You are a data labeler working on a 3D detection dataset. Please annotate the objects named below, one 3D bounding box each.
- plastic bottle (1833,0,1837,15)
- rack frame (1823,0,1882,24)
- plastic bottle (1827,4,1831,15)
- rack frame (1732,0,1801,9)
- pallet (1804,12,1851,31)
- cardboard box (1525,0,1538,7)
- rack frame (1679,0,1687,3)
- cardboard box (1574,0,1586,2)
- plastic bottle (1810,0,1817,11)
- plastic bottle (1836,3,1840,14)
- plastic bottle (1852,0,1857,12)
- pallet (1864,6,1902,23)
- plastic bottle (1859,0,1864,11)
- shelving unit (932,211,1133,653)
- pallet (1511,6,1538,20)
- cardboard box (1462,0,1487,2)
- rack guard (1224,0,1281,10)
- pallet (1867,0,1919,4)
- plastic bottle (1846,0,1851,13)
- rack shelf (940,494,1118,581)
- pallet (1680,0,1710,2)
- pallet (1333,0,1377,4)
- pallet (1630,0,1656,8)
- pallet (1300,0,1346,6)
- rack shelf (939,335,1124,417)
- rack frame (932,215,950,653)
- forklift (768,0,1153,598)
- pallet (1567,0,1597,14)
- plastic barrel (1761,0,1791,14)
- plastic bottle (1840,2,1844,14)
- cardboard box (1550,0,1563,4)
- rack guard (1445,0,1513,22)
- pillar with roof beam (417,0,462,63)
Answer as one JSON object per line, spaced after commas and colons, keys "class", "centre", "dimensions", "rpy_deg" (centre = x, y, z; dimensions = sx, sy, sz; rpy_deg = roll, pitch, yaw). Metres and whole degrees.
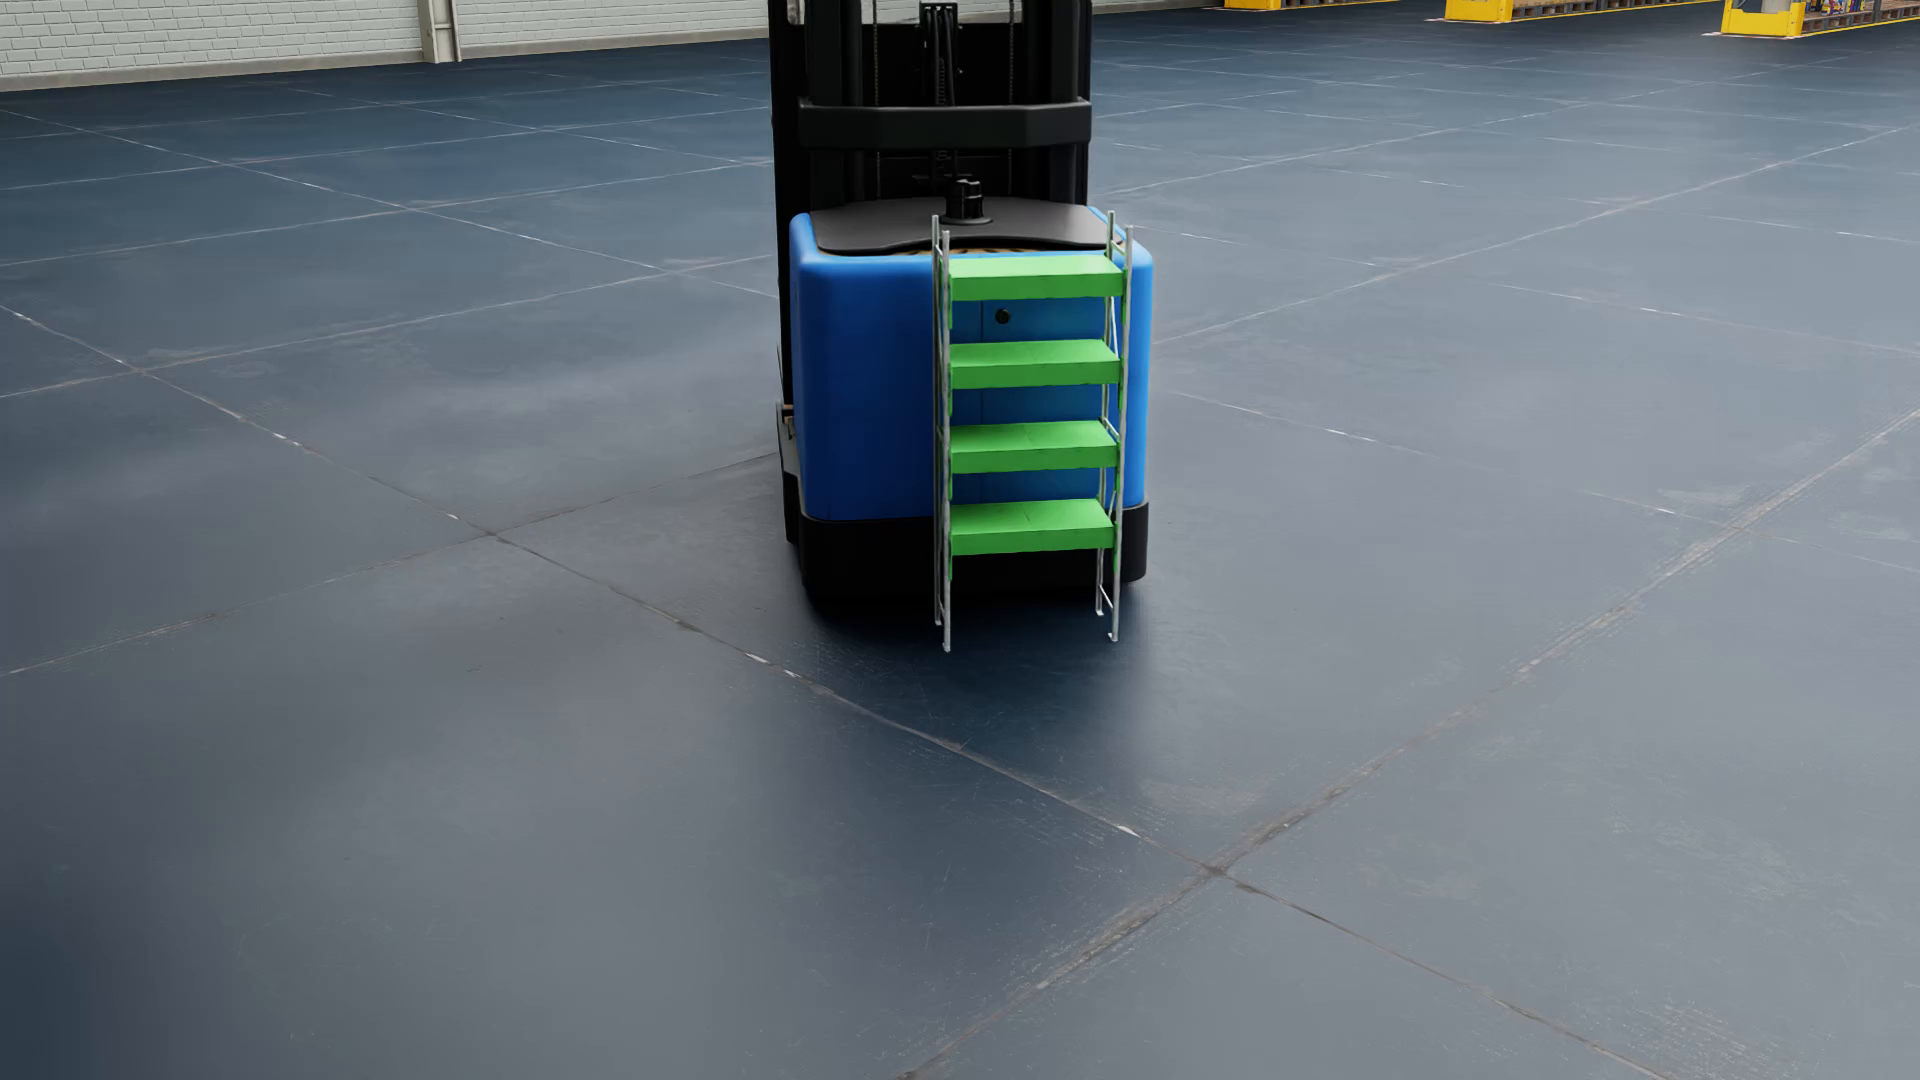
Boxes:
{"class": "plastic bottle", "centre": [14.613, -8.943, 27.849], "dimensions": [0.097, 0.271, 0.097], "rpy_deg": [0, 21, 0]}
{"class": "rack frame", "centre": [15.676, -10.563, 28.875], "dimensions": [1.000, 3.000, 0.127], "rpy_deg": [19, 28, 41]}
{"class": "plastic bottle", "centre": [14.446, -8.848, 27.702], "dimensions": [0.097, 0.201, 0.097], "rpy_deg": [0, 21, 0]}
{"class": "rack frame", "centre": [12.886, -9.535, 26.200], "dimensions": [1.000, 3.000, 0.127], "rpy_deg": [19, 28, 41]}
{"class": "pallet", "centre": [14.326, -8.784, 28.133], "dimensions": [1.003, 0.211, 1.213], "rpy_deg": [19, 28, 41]}
{"class": "cardboard box", "centre": [10.219, -9.899, 30.396], "dimensions": [0.500, 0.250, 0.500], "rpy_deg": [19, 28, 41]}
{"class": "rack frame", "centre": [14.920, -12.832, 34.778], "dimensions": [1.000, 3.000, 0.127], "rpy_deg": [19, 28, 41]}
{"class": "cardboard box", "centre": [11.607, -10.416, 31.740], "dimensions": [0.500, 0.250, 0.500], "rpy_deg": [19, 28, 41]}
{"class": "plastic bottle", "centre": [14.801, -9.323, 28.840], "dimensions": [0.097, 0.271, 0.097], "rpy_deg": [0, 21, 0]}
{"class": "plastic bottle", "centre": [14.752, -8.961, 27.995], "dimensions": [0.097, 0.201, 0.097], "rpy_deg": [0, 21, 0]}
{"class": "plastic bottle", "centre": [15.299, -9.245, 28.525], "dimensions": [0.144, 0.351, 0.185], "rpy_deg": [18, 27, 38]}
{"class": "pallet", "centre": [16.196, -9.473, 29.926], "dimensions": [1.003, 0.211, 1.213], "rpy_deg": [19, 28, 41]}
{"class": "plastic bottle", "centre": [15.577, -9.294, 28.747], "dimensions": [0.133, 0.283, 0.061], "rpy_deg": [-18, 28, -39]}
{"class": "shelving unit", "centre": [0.190, -0.293, 4.665], "dimensions": [0.503, 1.200, 0.258], "rpy_deg": [-3, 21, -7]}
{"class": "pallet", "centre": [9.843, -9.681, 30.467], "dimensions": [1.003, 0.211, 1.213], "rpy_deg": [19, 28, 41]}
{"class": "cardboard box", "centre": [9.502, -9.900, 30.397], "dimensions": [0.500, 0.250, 0.500], "rpy_deg": [19, 28, 41]}
{"class": "rack guard", "centre": [5.840, -10.867, 33.150], "dimensions": [1.175, 0.500, 0.348], "rpy_deg": [19, 28, 41]}
{"class": "pallet", "centre": [17.898, -10.100, 31.558], "dimensions": [1.003, 0.211, 1.213], "rpy_deg": [19, 28, 41]}
{"class": "plastic bottle", "centre": [15.074, -9.162, 28.309], "dimensions": [0.144, 0.351, 0.185], "rpy_deg": [19, 28, 40]}
{"class": "rack shelf", "centre": [0.190, -0.010, 4.774], "dimensions": [0.480, 0.148, 0.258], "rpy_deg": [-3, 21, -7]}
{"class": "pallet", "centre": [15.468, -11.712, 35.753], "dimensions": [1.003, 0.211, 1.213], "rpy_deg": [19, 28, 41]}
{"class": "pallet", "centre": [8.135, -11.559, 35.354], "dimensions": [1.003, 0.211, 1.213], "rpy_deg": [19, 28, 41]}
{"class": "pallet", "centre": [13.467, -11.016, 33.941], "dimensions": [1.003, 0.211, 1.213], "rpy_deg": [19, 28, 41]}
{"class": "pallet", "centre": [7.283, -11.244, 34.534], "dimensions": [1.003, 0.211, 1.213], "rpy_deg": [19, 28, 41]}
{"class": "rack shelf", "centre": [0.190, -0.458, 4.602], "dimensions": [0.480, 0.148, 0.258], "rpy_deg": [-3, 21, -7]}
{"class": "rack frame", "centre": [-0.052, -0.281, 4.634], "dimensions": [0.015, 1.200, 0.240], "rpy_deg": [-3, 21, -7]}
{"class": "forklift", "centre": [-0.132, -1.687, 5.877], "dimensions": [1.130, 2.935, 3.031], "rpy_deg": [-3, 21, -7]}
{"class": "pallet", "centre": [11.545, -10.308, 32.099], "dimensions": [1.003, 0.211, 1.213], "rpy_deg": [19, 28, 41]}
{"class": "plastic barrel", "centre": [13.290, -8.758, 27.061], "dimensions": [0.421, 0.512, 0.421], "rpy_deg": [0, 21, 0]}
{"class": "plastic bottle", "centre": [14.895, -9.014, 28.132], "dimensions": [0.097, 0.201, 0.097], "rpy_deg": [0, 21, 0]}
{"class": "cardboard box", "centre": [10.920, -10.155, 31.062], "dimensions": [0.500, 0.250, 0.500], "rpy_deg": [19, 28, 41]}
{"class": "rack guard", "centre": [9.322, -9.602, 29.860], "dimensions": [1.175, 0.500, 0.348], "rpy_deg": [19, 28, 41]}
{"class": "pillar with roof beam", "centre": [-3.817, -9.506, 17.765], "dimensions": [9.100, 9.000, 0.400], "rpy_deg": [19, 28, 41]}
